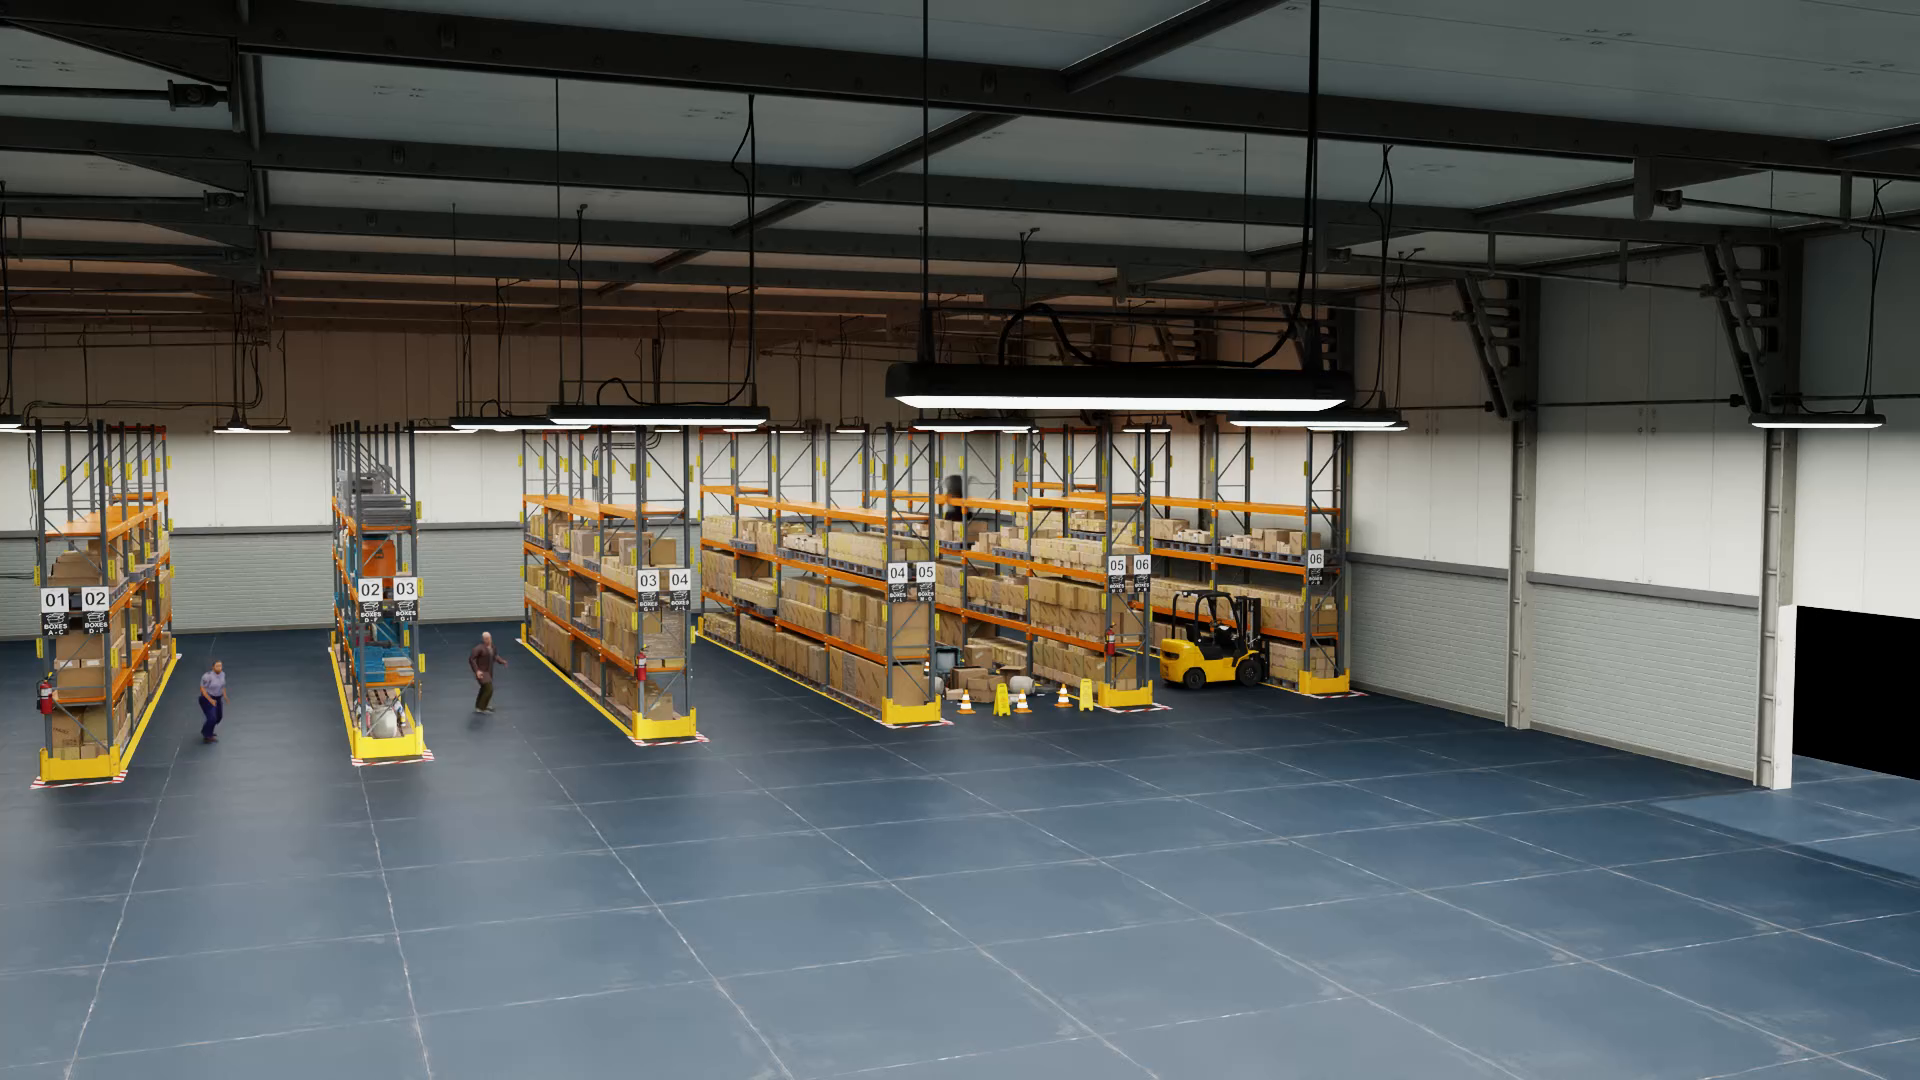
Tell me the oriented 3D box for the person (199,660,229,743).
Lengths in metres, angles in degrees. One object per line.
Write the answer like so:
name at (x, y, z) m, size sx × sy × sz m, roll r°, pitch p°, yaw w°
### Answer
person at (-14.046, 3.006, 31.128) m, size 0.742 × 1.587 × 0.609 m, roll 1°, pitch 4°, yaw 21°

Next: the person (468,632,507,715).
person at (-9.762, 2.742, 34.336) m, size 0.849 × 1.716 × 0.729 m, roll 1°, pitch 4°, yaw 14°
